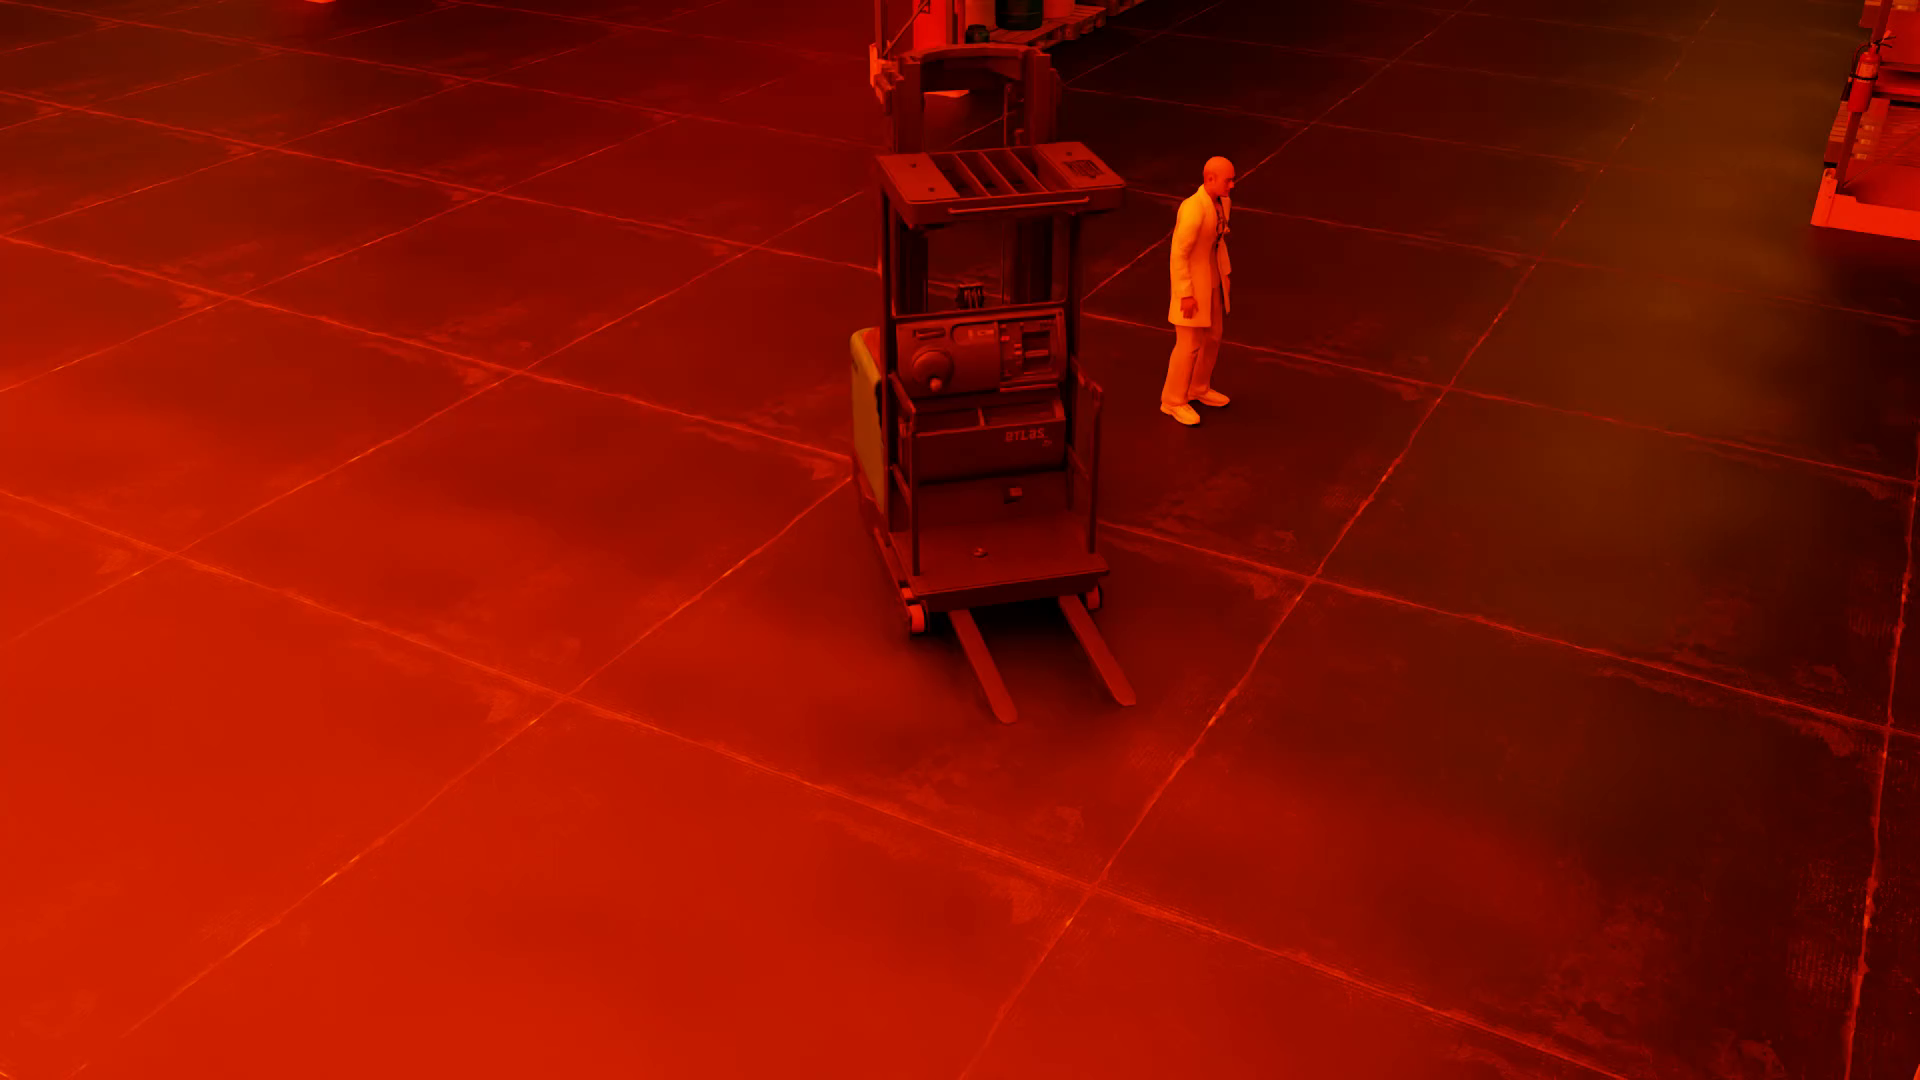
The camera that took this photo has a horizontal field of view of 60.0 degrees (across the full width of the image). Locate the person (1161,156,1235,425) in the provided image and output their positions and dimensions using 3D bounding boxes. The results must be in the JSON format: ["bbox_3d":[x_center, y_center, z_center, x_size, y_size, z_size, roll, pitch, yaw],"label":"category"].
[{"bbox_3d":[1.629,-1.707,11.186,0.423,1.774,0.653,20,36,31],"label":"person"}]

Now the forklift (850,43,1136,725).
[{"bbox_3d":[0.173,-0.963,8.740,1.130,2.935,3.031,-7,31,-12],"label":"forklift"}]
